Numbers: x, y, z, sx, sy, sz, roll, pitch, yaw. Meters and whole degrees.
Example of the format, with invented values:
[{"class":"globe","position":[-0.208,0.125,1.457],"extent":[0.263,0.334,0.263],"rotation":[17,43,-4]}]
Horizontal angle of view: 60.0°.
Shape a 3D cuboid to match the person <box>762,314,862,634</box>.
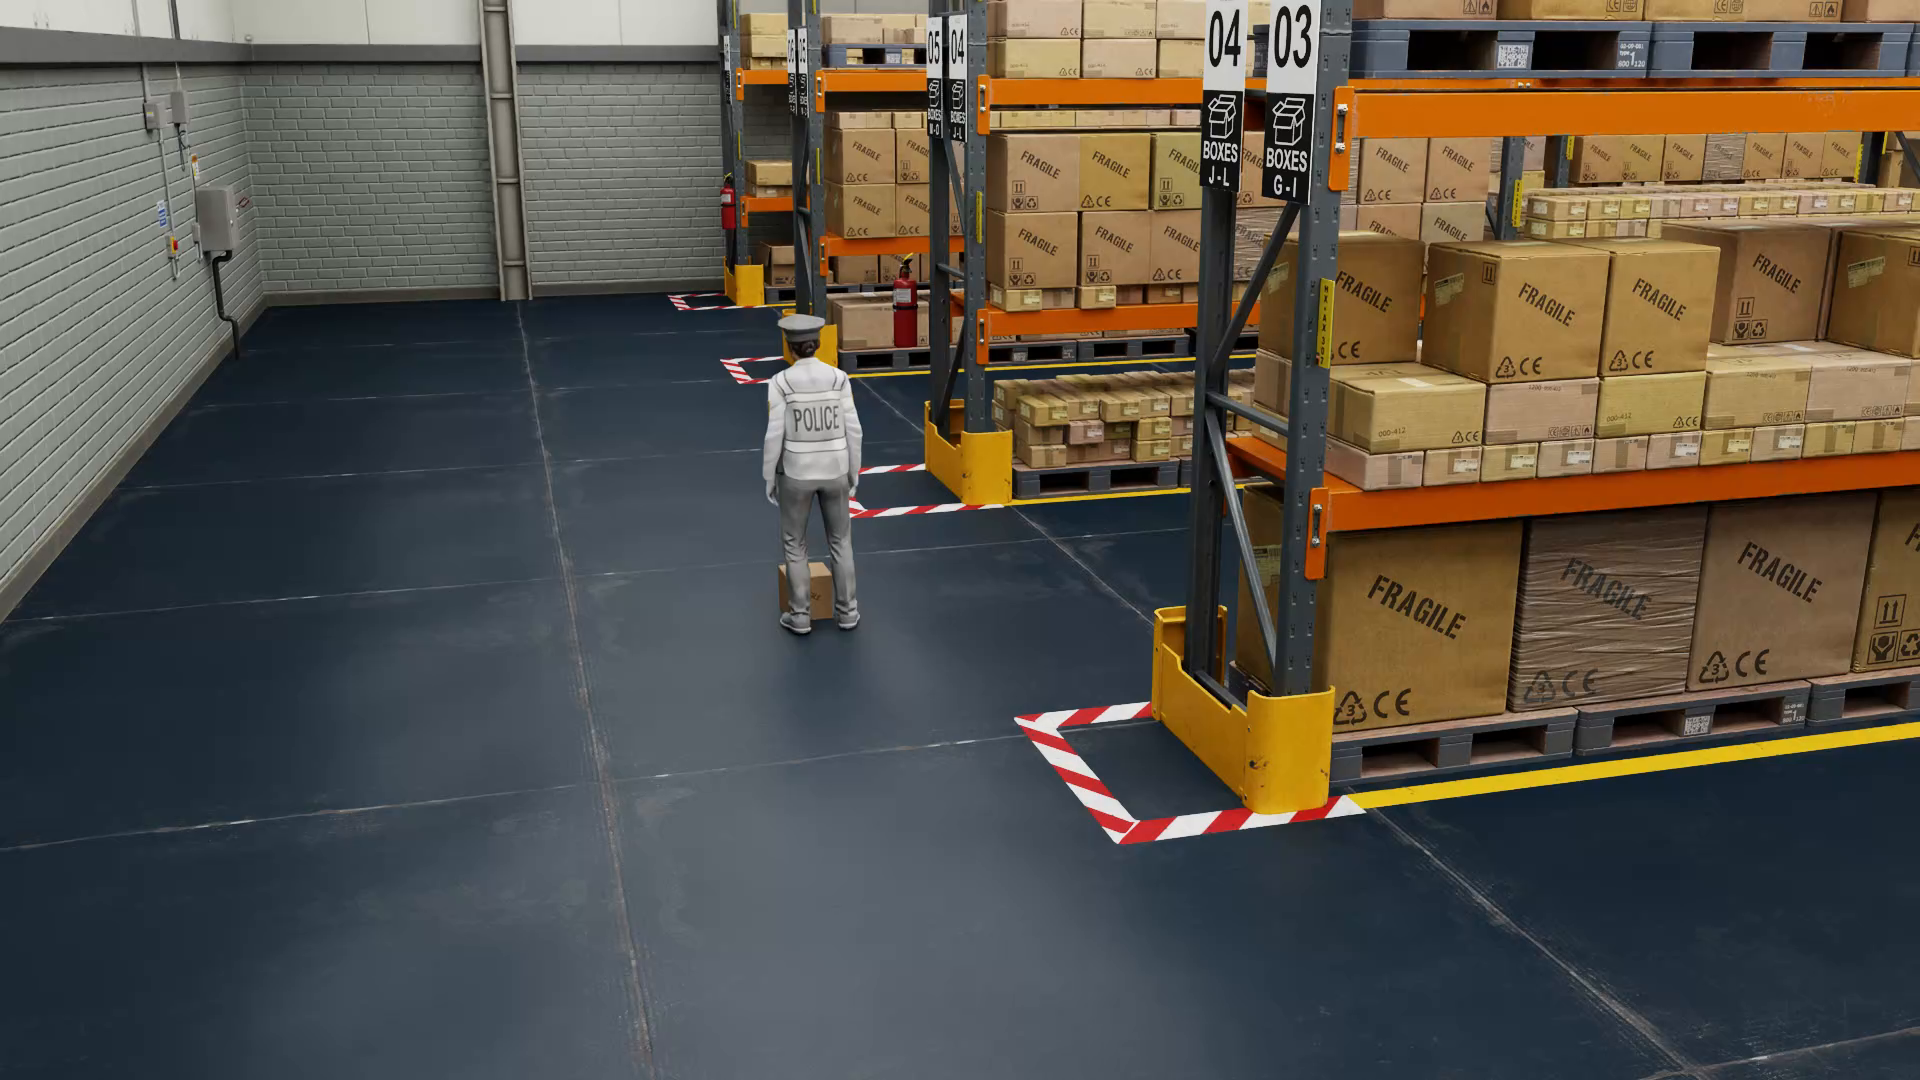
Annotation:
[{"class":"person","position":[-0.771,-0.330,8.670],"extent":[0.528,1.662,0.375],"rotation":[-5,17,-18]}]
